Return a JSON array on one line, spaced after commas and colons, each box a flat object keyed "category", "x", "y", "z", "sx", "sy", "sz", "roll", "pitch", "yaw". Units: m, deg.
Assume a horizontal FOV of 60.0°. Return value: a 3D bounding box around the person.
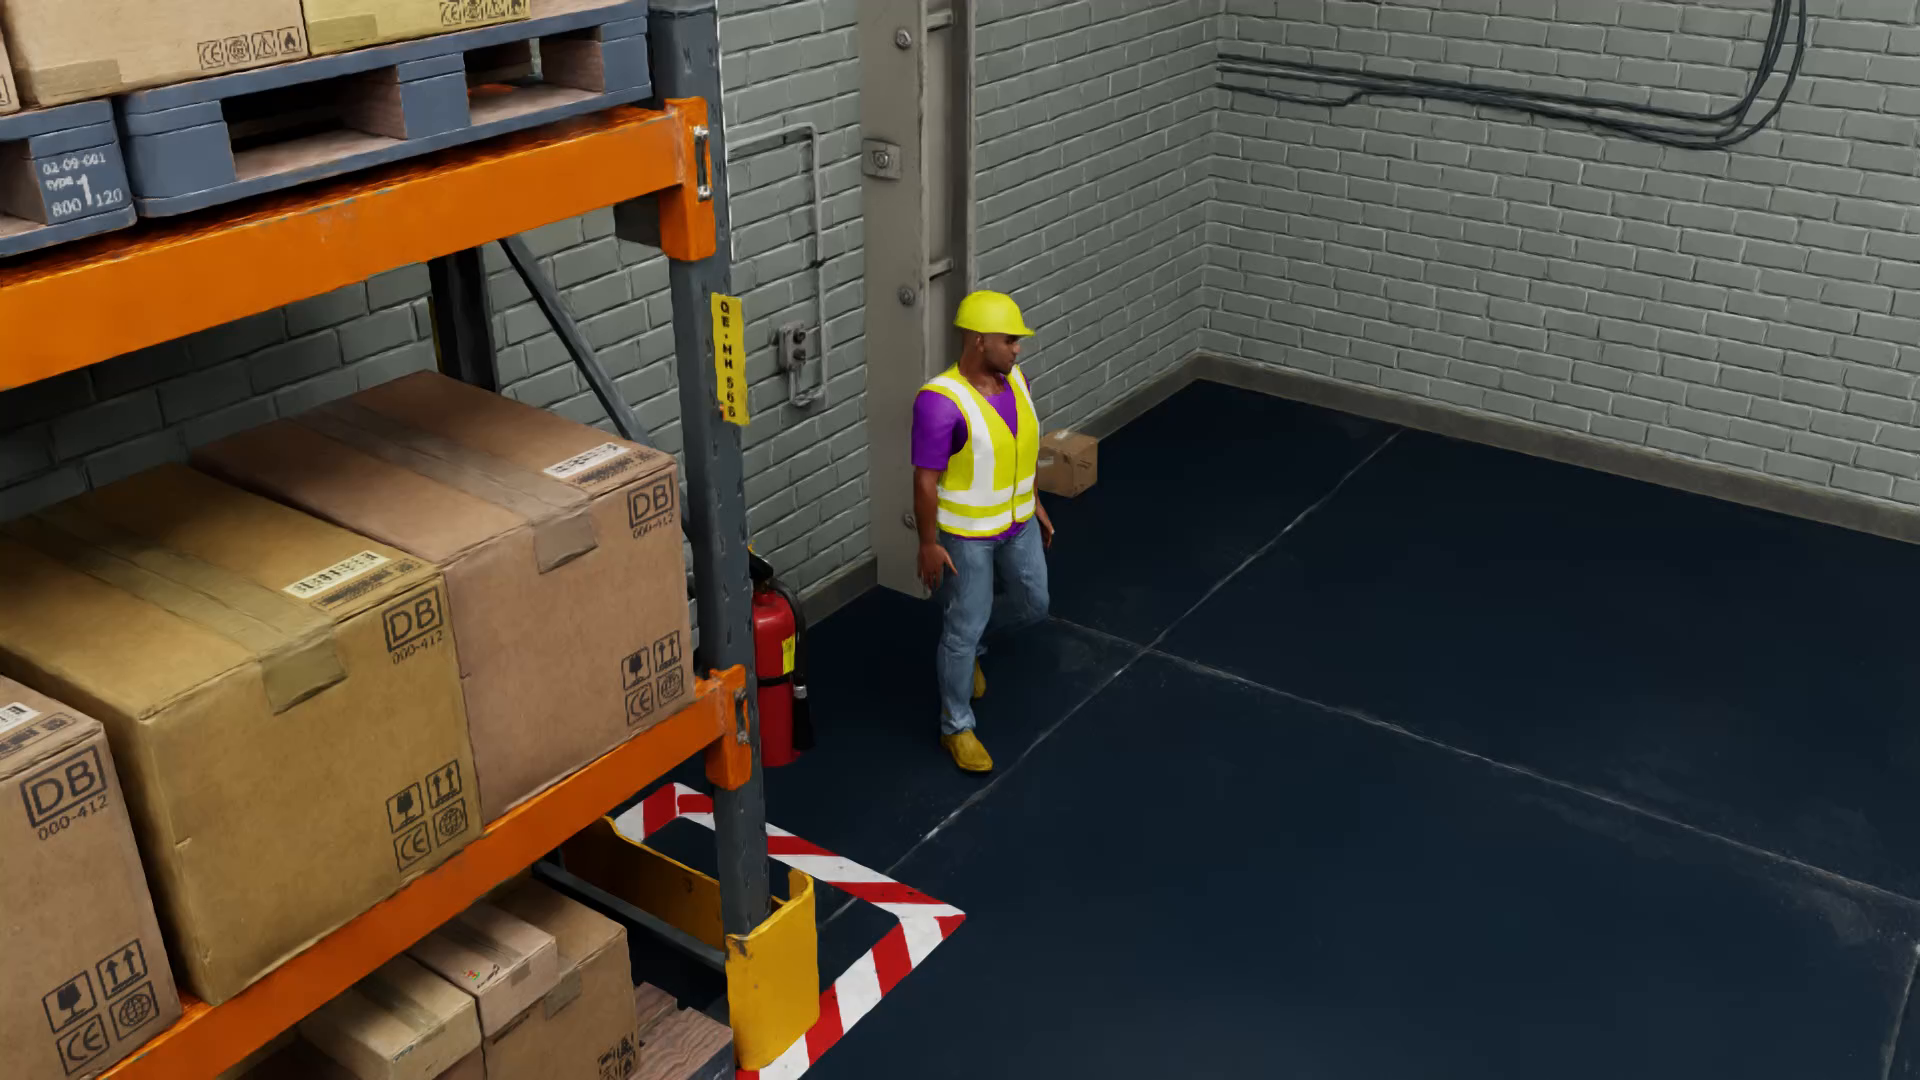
[{"category": "person", "x": 0.063, "y": -0.072, "z": 6.202, "sx": 0.580, "sy": 1.764, "sz": 0.608, "roll": 22, "pitch": 34, "yaw": 37}]
